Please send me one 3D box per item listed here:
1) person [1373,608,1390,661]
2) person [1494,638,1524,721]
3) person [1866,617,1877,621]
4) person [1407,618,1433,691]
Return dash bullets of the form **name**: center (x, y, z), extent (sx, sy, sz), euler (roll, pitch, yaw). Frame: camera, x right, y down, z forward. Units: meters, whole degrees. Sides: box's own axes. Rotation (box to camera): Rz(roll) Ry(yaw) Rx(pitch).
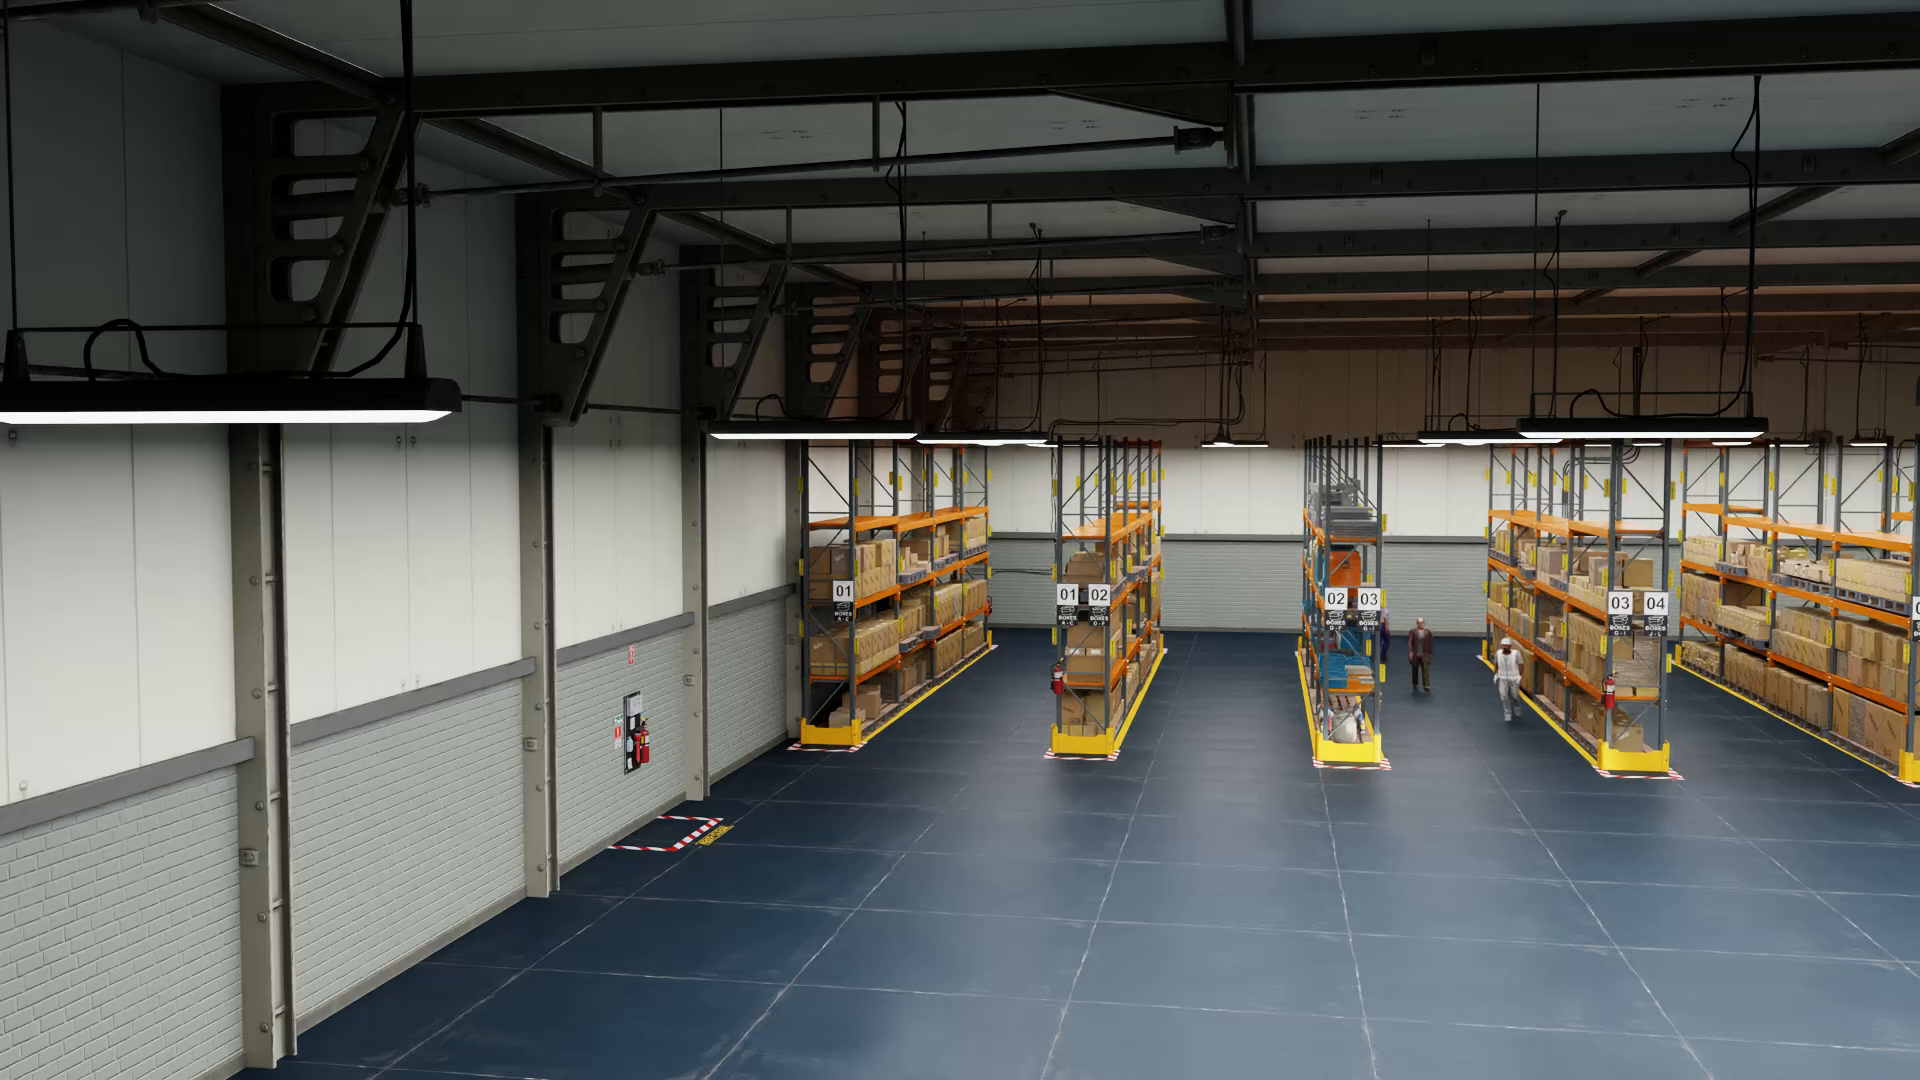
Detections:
- **person**: center (11.512, 2.469, 45.463), extent (0.373, 1.714, 0.522), euler (-2, 4, -35)
- **person**: center (11.678, 2.938, 35.355), extent (0.617, 1.754, 0.731), euler (2, 3, 28)
- **person**: center (22.429, 2.708, 40.805), extent (0.454, 1.710, 0.573), euler (-1, 3, -16)
- **person**: center (10.876, 2.810, 39.313), extent (0.598, 1.531, 1.118), euler (1, 3, 14)
